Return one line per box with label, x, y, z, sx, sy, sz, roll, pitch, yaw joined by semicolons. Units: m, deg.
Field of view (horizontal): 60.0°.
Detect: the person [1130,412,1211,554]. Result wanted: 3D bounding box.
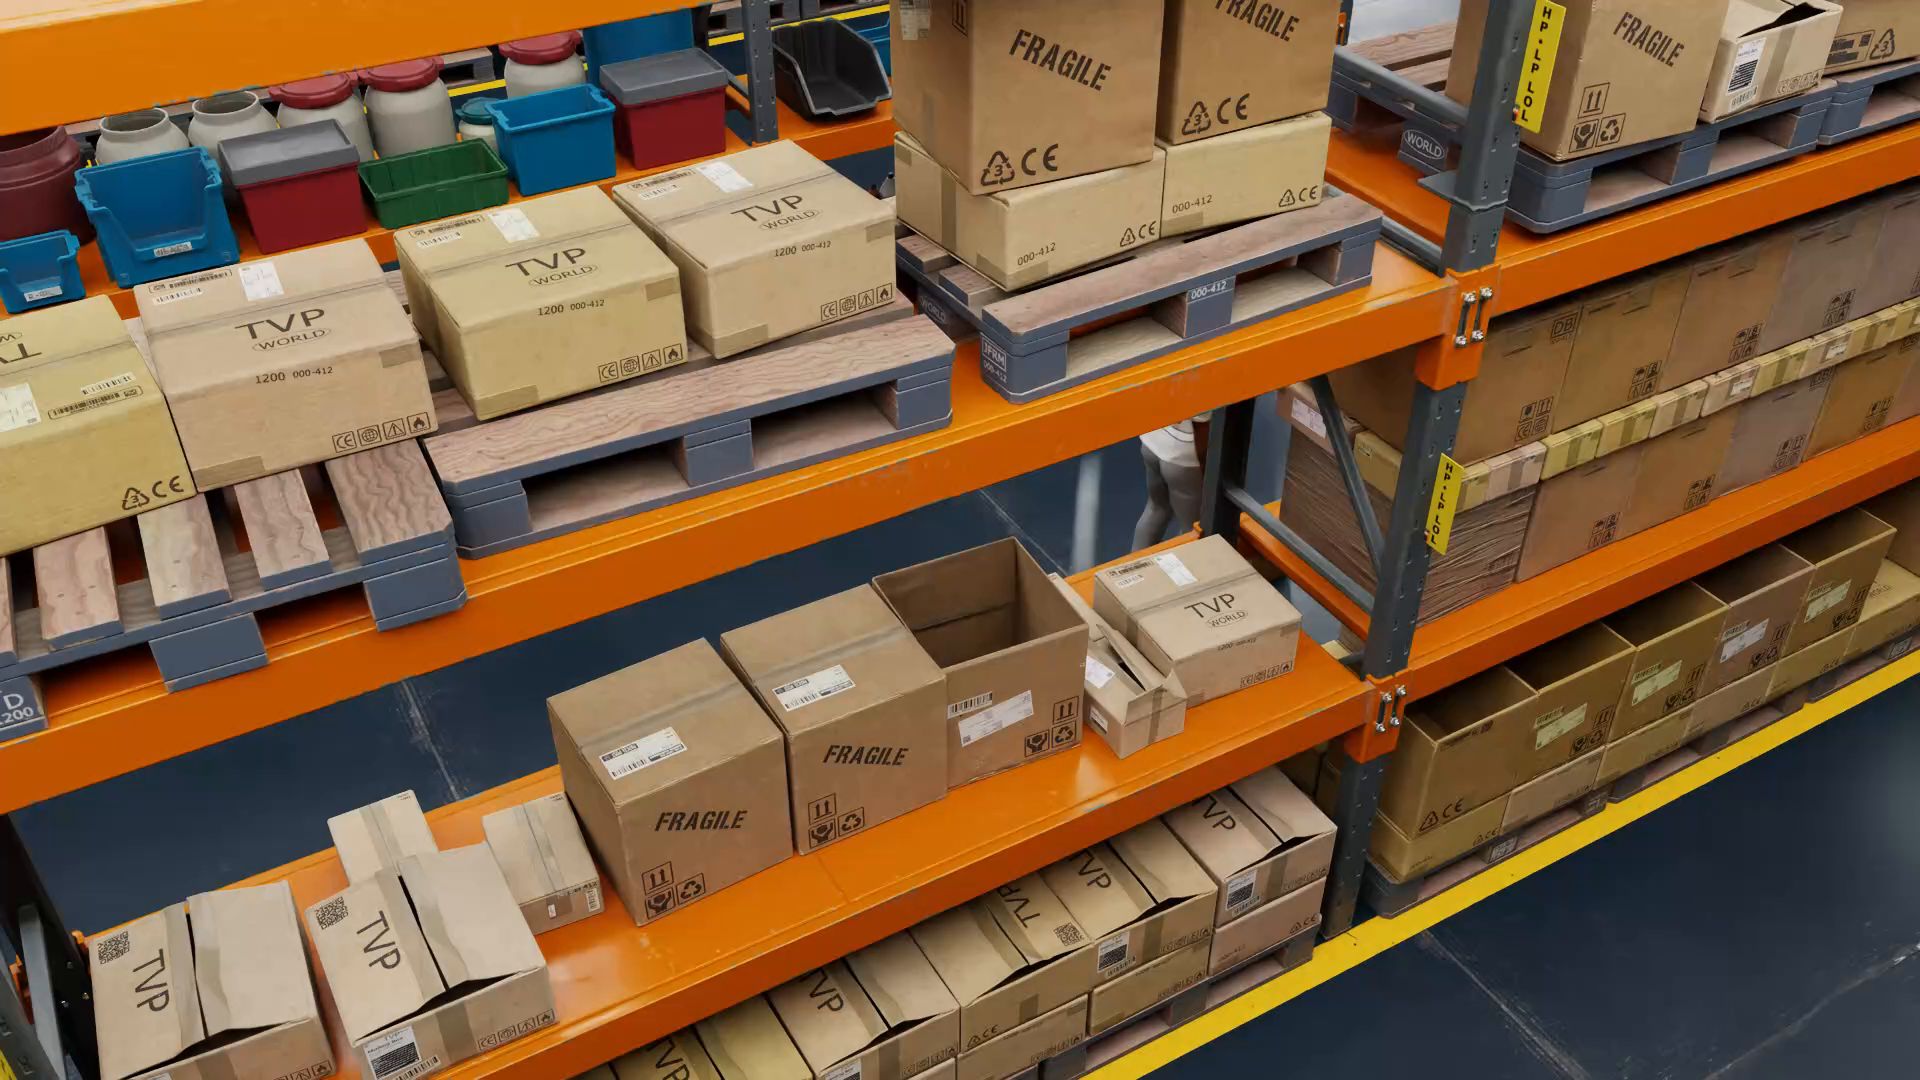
person;0.993;-0.389;7.448;0.340;1.696;0.475;-18;41;-23
